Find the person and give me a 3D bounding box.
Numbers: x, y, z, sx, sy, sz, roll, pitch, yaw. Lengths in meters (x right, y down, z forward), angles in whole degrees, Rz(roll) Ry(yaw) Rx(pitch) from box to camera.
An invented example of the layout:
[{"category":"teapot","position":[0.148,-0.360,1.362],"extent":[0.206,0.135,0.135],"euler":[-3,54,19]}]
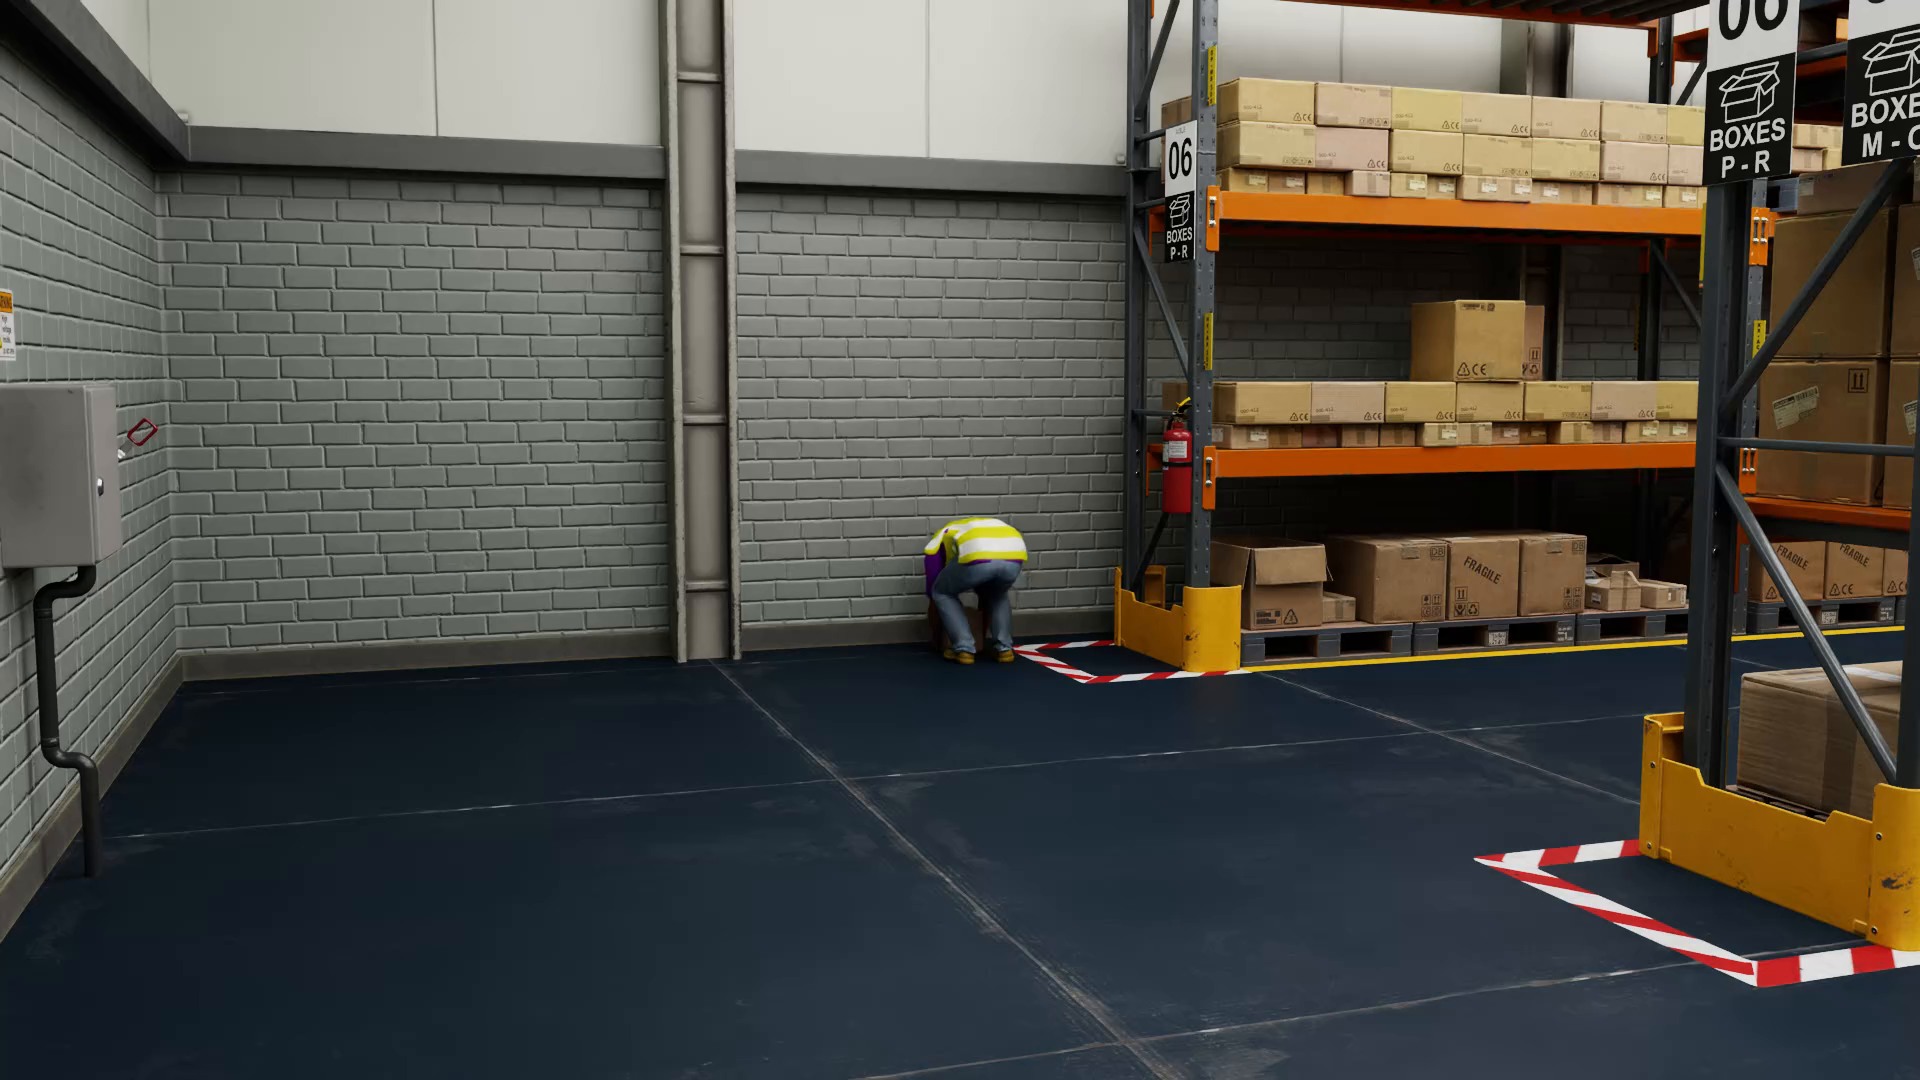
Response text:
[{"category":"person","position":[0.090,-0.144,10.166],"extent":[0.504,1.762,0.571],"euler":[-2,6,-18]}]
